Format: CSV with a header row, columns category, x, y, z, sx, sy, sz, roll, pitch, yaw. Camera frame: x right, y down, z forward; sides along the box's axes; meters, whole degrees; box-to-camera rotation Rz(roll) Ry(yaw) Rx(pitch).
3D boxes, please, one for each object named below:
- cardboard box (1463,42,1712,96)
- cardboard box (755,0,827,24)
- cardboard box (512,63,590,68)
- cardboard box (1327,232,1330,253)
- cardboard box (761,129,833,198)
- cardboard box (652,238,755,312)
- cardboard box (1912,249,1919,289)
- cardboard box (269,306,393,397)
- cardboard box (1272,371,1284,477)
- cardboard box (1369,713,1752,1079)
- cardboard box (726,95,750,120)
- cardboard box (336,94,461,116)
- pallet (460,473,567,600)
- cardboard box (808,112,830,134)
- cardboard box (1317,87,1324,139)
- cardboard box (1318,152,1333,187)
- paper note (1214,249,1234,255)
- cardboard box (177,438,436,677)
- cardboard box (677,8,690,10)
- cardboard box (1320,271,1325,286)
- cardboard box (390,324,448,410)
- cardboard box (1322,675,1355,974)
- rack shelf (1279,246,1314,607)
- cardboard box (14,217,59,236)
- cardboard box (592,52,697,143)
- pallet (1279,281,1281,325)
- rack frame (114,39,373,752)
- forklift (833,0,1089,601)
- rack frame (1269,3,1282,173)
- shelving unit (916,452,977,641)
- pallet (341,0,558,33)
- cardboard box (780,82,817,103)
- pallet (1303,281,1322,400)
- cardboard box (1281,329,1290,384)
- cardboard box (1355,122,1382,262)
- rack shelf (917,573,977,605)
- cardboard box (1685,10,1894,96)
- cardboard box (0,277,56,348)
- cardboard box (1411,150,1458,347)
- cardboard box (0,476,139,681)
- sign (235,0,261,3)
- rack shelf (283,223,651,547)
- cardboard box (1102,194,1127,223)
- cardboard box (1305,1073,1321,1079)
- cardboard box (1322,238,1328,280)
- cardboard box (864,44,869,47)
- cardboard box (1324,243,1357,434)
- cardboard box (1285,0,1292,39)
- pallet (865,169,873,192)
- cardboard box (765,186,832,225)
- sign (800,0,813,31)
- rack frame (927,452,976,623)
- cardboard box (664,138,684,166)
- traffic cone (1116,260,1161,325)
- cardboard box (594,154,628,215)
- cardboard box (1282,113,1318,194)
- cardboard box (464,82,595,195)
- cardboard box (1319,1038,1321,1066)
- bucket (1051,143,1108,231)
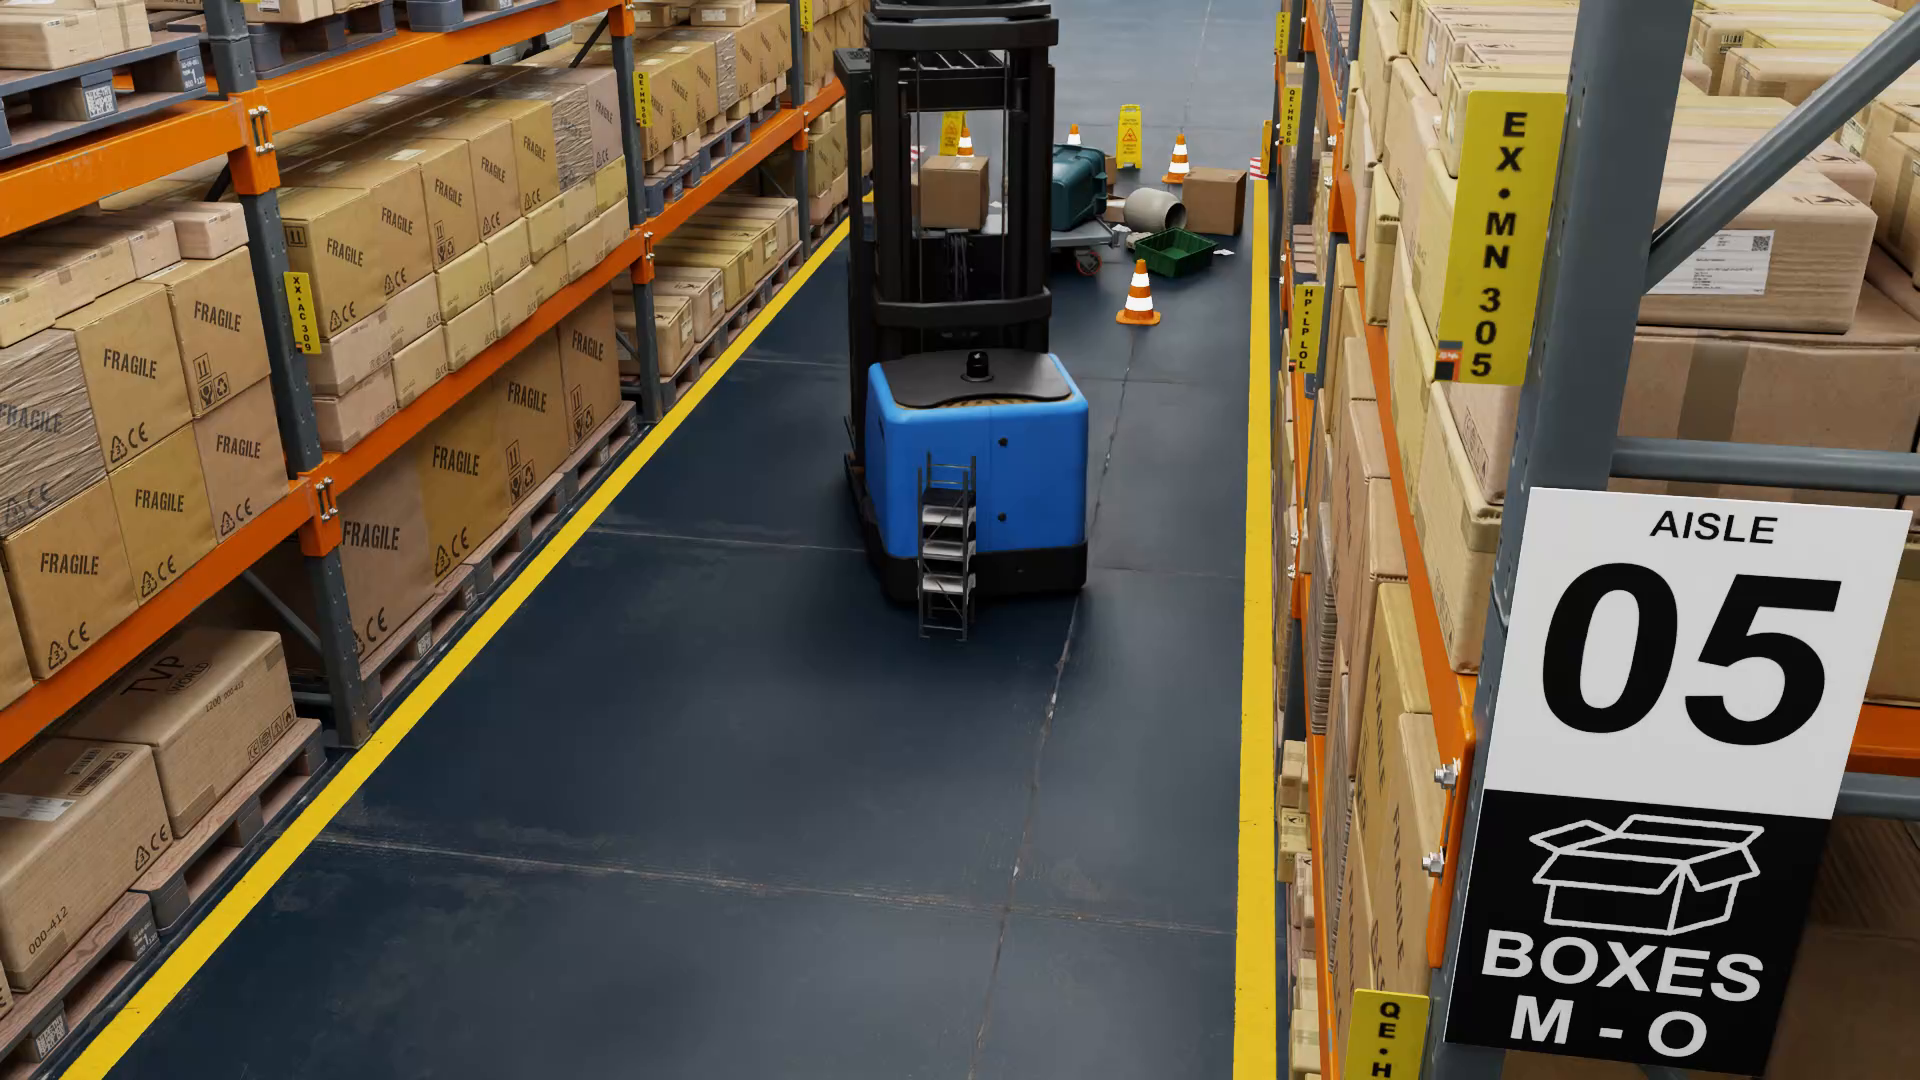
category,x,y,z,sx,sy,sz,roll,pitch,yaw
cardboard box,1.114,-0.800,3.000,0.380,0.149,0.250,3,25,7
cardboard box,-1.519,-4.641,13.979,0.700,0.500,0.500,4,25,8
cardboard box,-2.658,-2.746,10.614,0.500,0.500,0.500,3,25,7
cardboard box,1.917,-1.378,7.755,0.380,0.149,0.250,4,25,8
cardboard box,-1.442,-3.352,14.736,0.500,0.500,0.500,5,26,11
cardboard box,-2.114,-2.028,12.649,0.950,0.372,0.625,5,26,10
cardboard box,1.412,-0.337,2.011,0.380,0.149,0.250,4,25,8
cardboard box,-2.762,-0.817,7.043,0.500,0.250,0.500,3,25,7
cardboard box,2.074,-0.646,9.544,0.500,0.500,0.500,3,25,6
cardboard box,0.964,0.639,2.699,0.500,0.500,0.500,4,25,7
cardboard box,-1.797,-3.256,12.468,0.380,0.149,0.250,4,25,8
cardboard box,-2.951,-2.052,8.798,0.500,0.500,0.500,5,25,10
pallet,-2.863,-0.070,9.151,1.003,0.211,1.213,4,25,9
cardboard box,-1.362,-3.694,14.702,0.380,0.149,0.250,4,25,9
cardboard box,2.606,-2.763,10.316,0.700,0.500,0.500,4,25,8
cardboard box,2.174,-2.030,9.148,0.380,0.149,0.250,4,25,9
paper note,2.312,-2.538,14.636,0.147,0.020,0.142,-14,29,-27
cardboard box,-3.090,0.014,7.693,0.875,0.875,0.875,5,26,10
cardboard box,-2.164,-4.033,13.364,0.500,0.500,0.500,5,25,10
cardboard box,1.955,-1.214,8.107,0.380,0.149,0.250,4,25,9
cardboard box,-2.697,-0.808,7.615,0.500,0.250,0.500,3,25,7
cardboard box,1.116,0.667,3.819,0.500,0.500,0.500,4,25,9
rack shelf,2.115,-0.703,8.063,1.077,0.370,4.000,4,25,9
cardboard box,-3.446,-1.063,5.920,0.380,0.149,0.250,4,25,9
cardboard box,-2.078,-2.927,11.001,0.500,0.500,0.500,5,26,11
pallet,3.044,-1.948,13.162,1.003,0.211,1.213,4,25,9
rack frame,-3.112,-0.494,6.766,1.000,3.000,0.127,4,25,9
forklift,-0.091,-1.615,9.244,1.130,2.935,3.031,-4,25,-8
rack frame,3.749,-5.212,16.846,1.000,3.000,0.127,4,25,9
shelving unit,-0.064,0.036,8.108,0.258,0.900,0.210,5,25,10
pallet,-2.691,-2.699,8.161,1.003,0.211,1.213,5,26,11
cardboard box,-1.437,-3.835,14.201,0.380,0.149,0.250,4,25,8
pallet,2.159,-0.948,7.964,1.003,0.211,1.213,4,25,9
cardboard box,2.090,-0.992,9.399,0.500,0.250,0.500,3,25,6
cardboard box,1.275,-0.882,4.234,0.500,0.250,0.500,5,26,11
rack shelf,-0.064,0.230,8.196,0.258,0.077,0.200,5,25,10
cardboard box,1.695,-0.985,3.394,0.380,0.149,0.250,5,26,10
cardboard box,-3.078,-0.714,5.174,0.380,0.149,0.250,4,25,8
cardboard box,1.041,-0.461,2.746,0.500,0.250,0.500,3,25,7
cardboard box,-3.082,0.100,5.381,0.500,0.500,0.500,4,25,8
sign,-2.564,-2.084,5.923,0.100,0.325,0.005,4,25,9
rack shelf,-2.785,-1.004,8.706,1.077,0.370,4.000,4,25,9
cardboard box,1.559,-3.147,15.660,0.396,0.266,0.258,8,26,18
cardboard box,1.154,1.665,4.671,0.380,0.149,0.250,5,26,11
cardboard box,1.956,-1.350,8.046,0.380,0.149,0.250,4,25,8
cardboard box,-1.008,-4.898,16.473,0.380,0.149,0.250,4,25,9
cardboard box,1.474,-0.654,5.460,0.500,0.500,0.500,5,25,10
cardboard box,3.165,-4.486,13.844,0.875,0.550,0.550,4,25,9
pallet,-1.331,-3.880,17.291,1.003,0.211,1.213,4,25,9
cardboard box,-1.442,-3.012,14.895,0.500,0.250,0.500,3,25,6
sign,-1.256,-4.327,13.590,0.100,0.325,0.005,4,25,9
rack frame,-0.044,-0.005,8.199,0.240,0.900,0.006,5,25,10
cardboard box,-2.052,-2.593,11.053,0.380,0.149,0.250,2,25,5
traffic cone,1.386,-1.934,12.835,0.336,0.463,0.334,4,25,9
cardboard box,-2.287,-2.105,9.796,0.500,0.250,0.500,4,25,8
cardboard box,2.415,-2.536,11.011,0.500,0.500,0.500,4,25,8
cardboard box,-2.361,-2.215,9.147,0.500,0.500,0.500,4,25,9
cardboard box,1.247,1.420,4.843,0.380,0.149,0.250,4,25,9
bucket,0.843,-2.961,14.106,0.726,0.611,0.620,13,38,26
